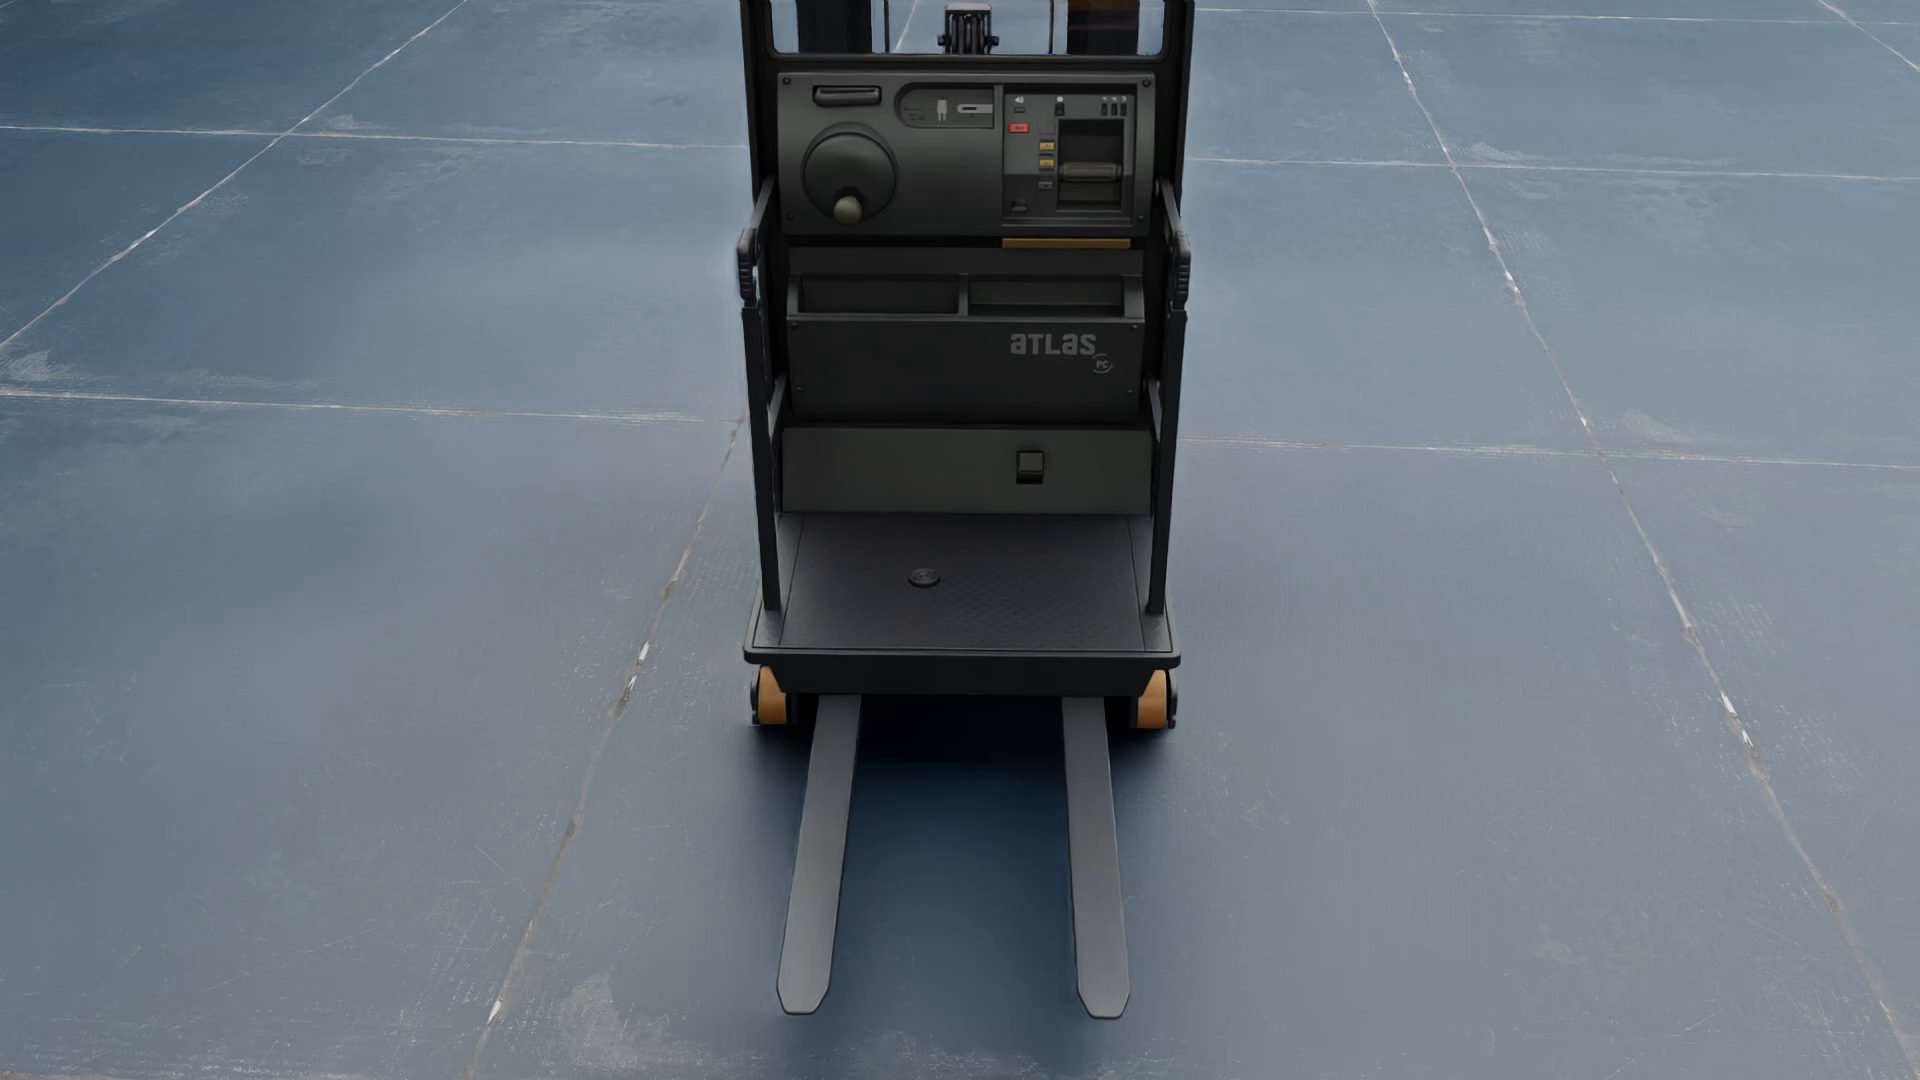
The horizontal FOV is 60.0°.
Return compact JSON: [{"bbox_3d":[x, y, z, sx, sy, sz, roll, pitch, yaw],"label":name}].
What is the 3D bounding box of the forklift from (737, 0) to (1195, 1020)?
[{"bbox_3d":[0.013,-0.910,3.932,1.130,2.935,3.031,1,32,1],"label":"forklift"}]
